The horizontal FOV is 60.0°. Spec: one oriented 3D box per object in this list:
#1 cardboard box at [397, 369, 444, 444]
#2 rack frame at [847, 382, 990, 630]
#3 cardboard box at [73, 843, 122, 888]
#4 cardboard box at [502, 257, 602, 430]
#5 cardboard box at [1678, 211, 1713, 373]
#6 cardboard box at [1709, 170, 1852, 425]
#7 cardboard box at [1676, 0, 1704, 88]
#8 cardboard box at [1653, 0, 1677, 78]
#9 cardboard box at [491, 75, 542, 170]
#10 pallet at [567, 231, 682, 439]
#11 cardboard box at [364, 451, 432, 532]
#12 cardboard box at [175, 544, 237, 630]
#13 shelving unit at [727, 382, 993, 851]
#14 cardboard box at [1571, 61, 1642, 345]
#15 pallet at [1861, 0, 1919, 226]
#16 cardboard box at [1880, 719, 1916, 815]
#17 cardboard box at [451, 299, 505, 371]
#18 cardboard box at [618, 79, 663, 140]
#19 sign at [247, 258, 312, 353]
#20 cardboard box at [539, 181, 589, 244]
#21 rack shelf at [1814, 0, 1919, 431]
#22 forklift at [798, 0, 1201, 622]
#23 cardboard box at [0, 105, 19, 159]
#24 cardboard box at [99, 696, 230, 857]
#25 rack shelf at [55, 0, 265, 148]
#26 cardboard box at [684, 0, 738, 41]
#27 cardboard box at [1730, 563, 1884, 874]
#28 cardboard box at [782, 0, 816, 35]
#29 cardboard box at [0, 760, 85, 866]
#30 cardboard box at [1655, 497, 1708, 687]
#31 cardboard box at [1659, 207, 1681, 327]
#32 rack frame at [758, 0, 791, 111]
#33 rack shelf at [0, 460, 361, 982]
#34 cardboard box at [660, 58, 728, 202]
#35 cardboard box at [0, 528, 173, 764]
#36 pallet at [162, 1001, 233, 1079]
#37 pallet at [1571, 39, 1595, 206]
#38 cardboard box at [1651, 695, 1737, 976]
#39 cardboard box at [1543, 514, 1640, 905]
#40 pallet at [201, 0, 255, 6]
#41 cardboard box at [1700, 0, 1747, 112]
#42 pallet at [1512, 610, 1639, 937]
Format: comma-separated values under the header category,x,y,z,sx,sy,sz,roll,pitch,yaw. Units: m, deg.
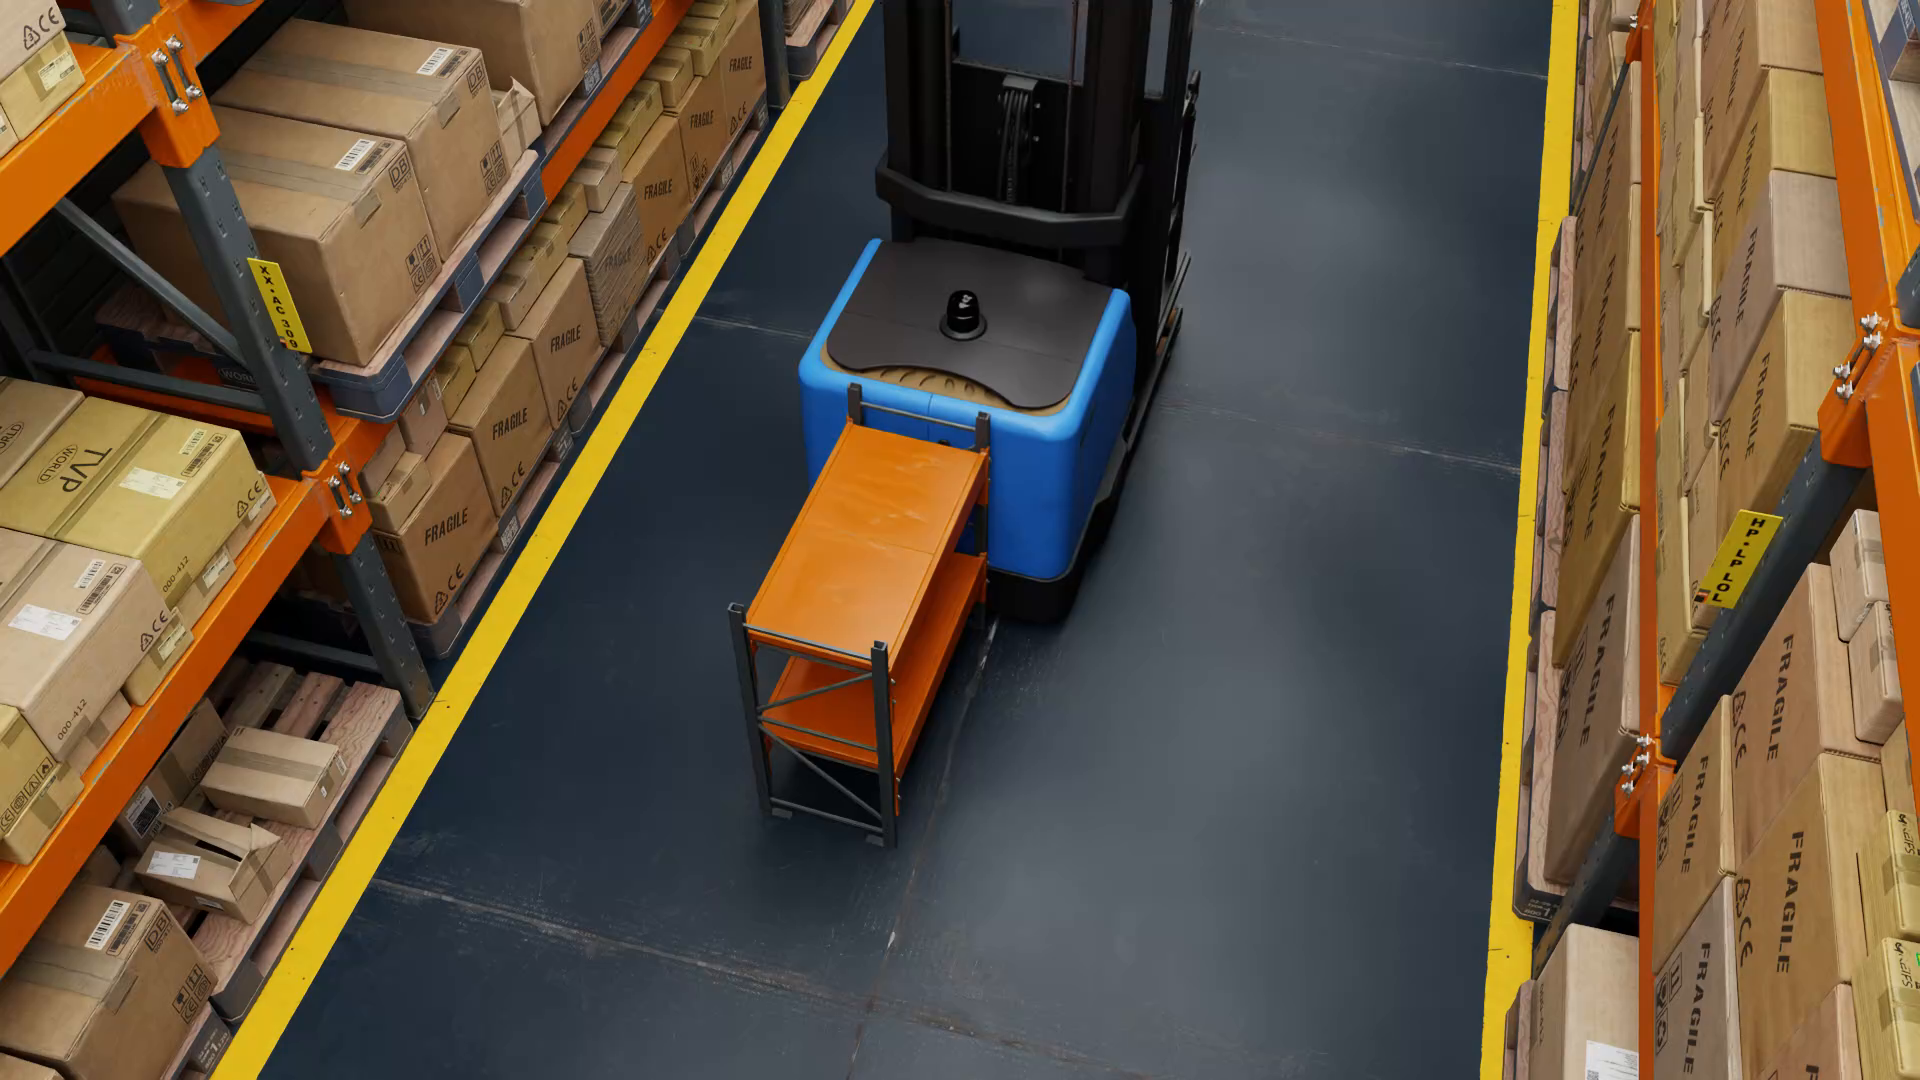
category,x,y,z,sx,sy,sz,roll,pitch,yaw
cardboard box,-2.063,-0.500,5.865,0.380,0.149,0.250,9,49,8
rack frame,-0.141,-0.096,6.004,0.500,1.125,0.032,14,50,12
cardboard box,-2.952,1.079,5.338,0.380,0.149,0.250,11,49,10
cardboard box,-1.826,-0.835,6.792,0.500,0.500,0.500,10,49,9
cardboard box,2.490,-0.715,5.066,0.500,0.250,0.500,13,50,11
cardboard box,2.358,-0.606,4.470,0.500,0.500,0.500,12,50,11
cardboard box,2.897,-1.811,6.034,0.500,0.250,0.500,13,50,11
cardboard box,3.034,-2.033,6.563,0.500,0.250,0.500,11,49,9
cardboard box,-1.701,-1.494,5.797,0.396,0.266,0.258,14,50,12
pallet,-1.940,-1.029,7.436,1.003,0.211,1.213,12,50,10
cardboard box,-2.085,-0.204,5.803,0.380,0.149,0.250,14,50,12
cardboard box,-2.324,0.086,4.760,0.380,0.149,0.250,13,50,11
shelving unit,-0.298,0.266,5.684,0.538,1.125,1.048,14,50,12
cardboard box,3.144,-1.340,6.988,0.875,0.875,0.875,11,50,10
pallet,2.547,-1.096,3.762,0.805,0.209,1.217,10,49,9
cardboard box,1.941,0.487,3.073,0.380,0.149,0.250,11,49,10
cardboard box,-1.971,-0.808,6.336,0.380,0.149,0.250,11,49,9
cardboard box,-1.536,-1.916,7.314,0.380,0.149,0.250,13,50,11
sign,-1.911,-0.656,4.669,0.100,0.325,0.005,12,50,10
cardboard box,-1.759,-1.362,6.825,0.380,0.149,0.250,12,50,10
rack shelf,2.880,-1.695,4.643,1.077,0.370,4.000,12,50,10
forklift,0.357,-1.791,6.294,1.130,2.935,3.031,14,50,12
cardboard box,-2.314,-0.885,3.616,0.380,0.149,0.250,11,50,10
cardboard box,-2.838,0.711,5.554,0.500,0.311,0.500,13,50,11
rack shelf,-1.910,-2.672,5.505,1.077,0.370,4.000,12,50,10
cardboard box,-1.269,-2.483,7.814,0.380,0.149,0.250,9,49,8
cardboard box,1.994,0.439,3.547,0.500,0.500,0.500,12,50,10
cardboard box,-1.206,-3.166,8.766,0.875,0.625,0.625,13,50,11
cardboard box,-2.505,0.653,4.259,0.380,0.149,0.250,11,49,9
cardboard box,2.228,0.182,4.608,0.500,0.250,0.500,10,49,9
cardboard box,2.646,-0.922,5.582,0.500,0.250,0.500,12,50,10
rack frame,-1.384,-3.364,7.637,1.000,3.000,0.127,12,50,10
rack shelf,-2.963,1.214,4.077,1.077,0.370,4.000,12,50,10
cardboard box,-1.429,-1.967,7.792,0.500,0.500,0.500,11,49,9
cardboard box,-2.453,0.262,4.338,0.500,0.250,0.500,12,50,10
pallet,-2.937,1.834,4.910,1.003,0.211,1.213,12,50,10
pallet,3.613,-2.029,8.319,1.003,0.211,1.213,12,50,10
cardboard box,1.977,0.761,3.930,0.500,0.500,0.500,13,50,11
cardboard box,2.439,0.606,5.270,0.875,0.875,0.875,13,50,11
pallet,-2.197,-1.859,4.433,1.213,0.211,1.003,12,50,10
cardboard box,2.768,-1.711,5.444,0.500,0.500,0.500,13,50,11
pallet,2.484,0.856,5.773,1.003,0.211,1.213,12,50,10
